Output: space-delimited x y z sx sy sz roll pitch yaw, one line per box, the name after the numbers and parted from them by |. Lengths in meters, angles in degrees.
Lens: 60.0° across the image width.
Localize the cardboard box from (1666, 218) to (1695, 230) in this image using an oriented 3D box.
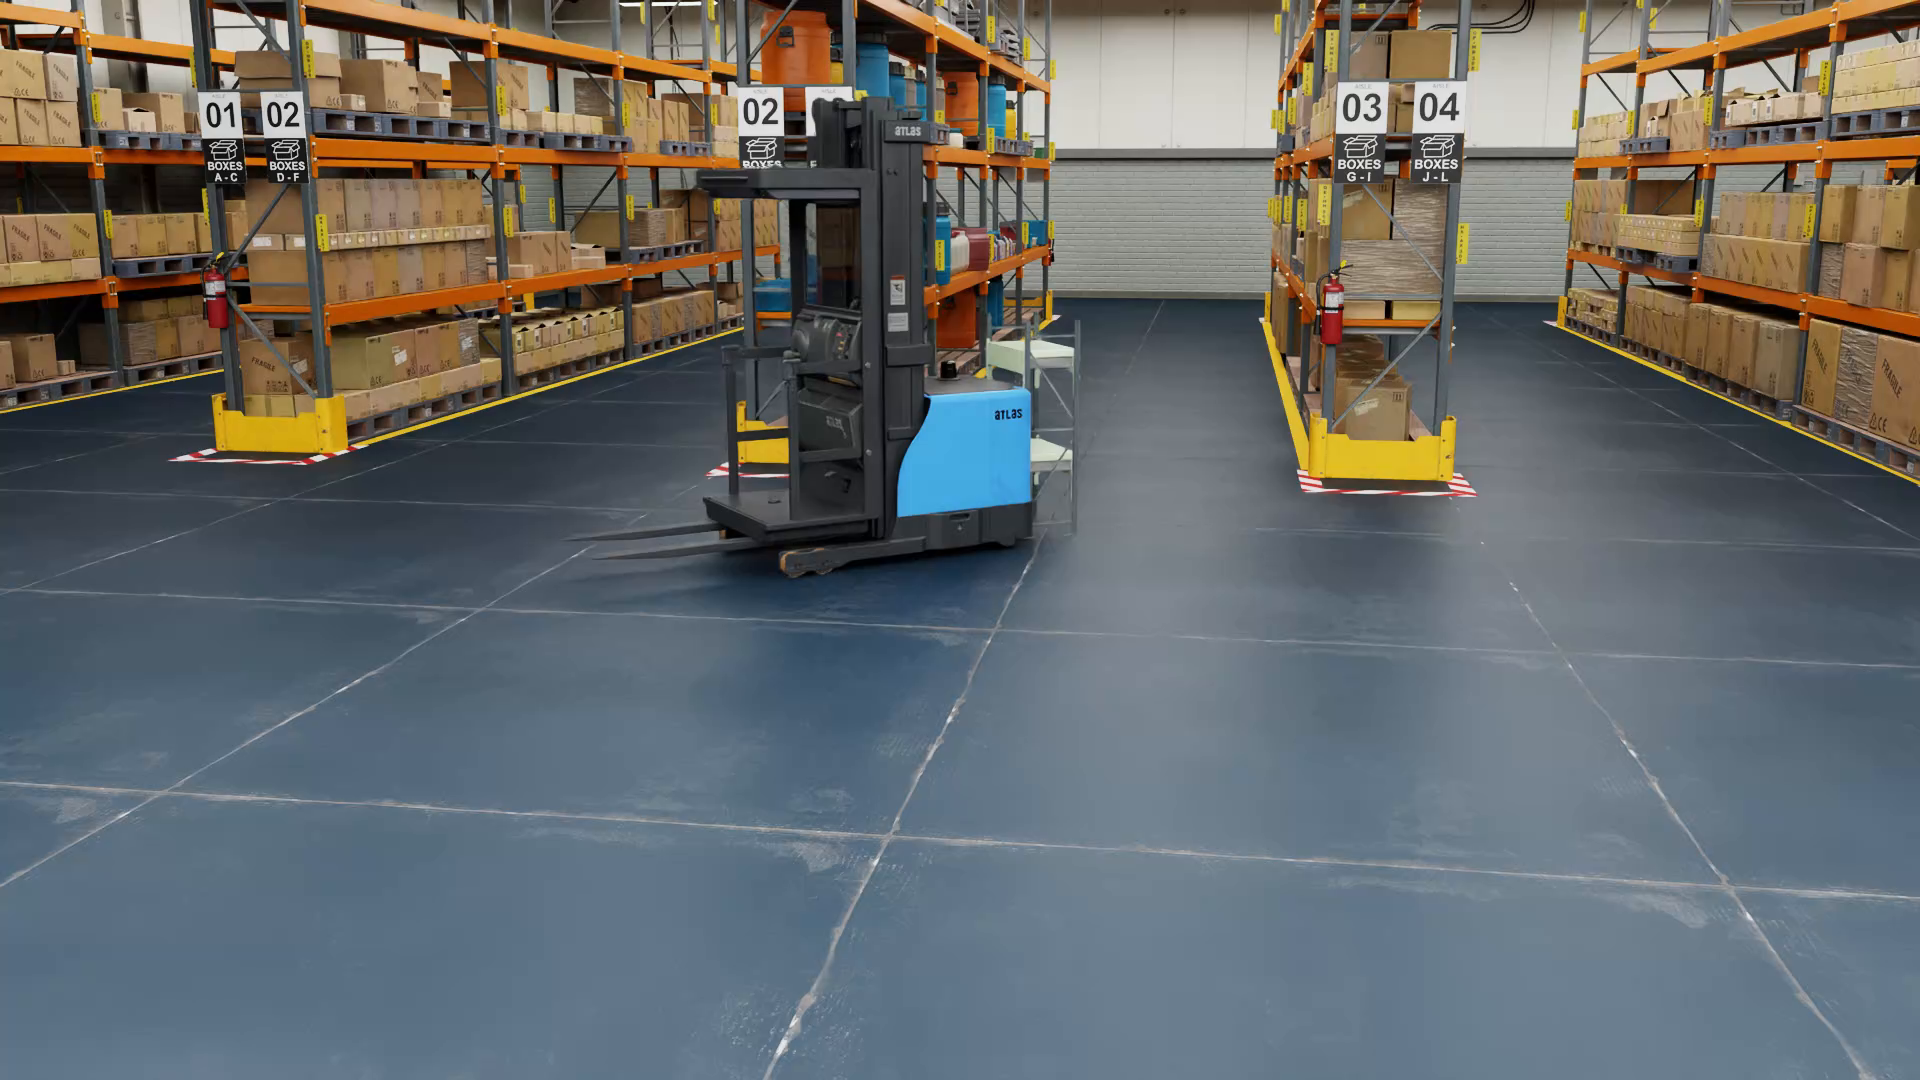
9.338 -4.072 21.456 0.380 0.149 0.250 2 12 10 | cardboard box

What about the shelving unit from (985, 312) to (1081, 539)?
0.504 -0.826 11.767 0.431 1.500 0.755 -4 13 -19 | shelving unit

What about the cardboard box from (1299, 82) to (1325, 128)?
4.271 -5.117 19.572 0.500 0.500 0.500 2 12 7 | cardboard box

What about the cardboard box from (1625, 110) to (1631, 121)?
10.058 -6.270 24.568 0.380 0.149 0.250 2 12 10 | cardboard box

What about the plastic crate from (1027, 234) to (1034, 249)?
1.023 -4.995 27.804 0.416 0.233 0.300 2 12 9 | plastic crate

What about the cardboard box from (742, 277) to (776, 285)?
-3.649 -4.516 30.218 0.500 0.500 0.500 2 12 9 | cardboard box

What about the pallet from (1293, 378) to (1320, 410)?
4.252 -1.623 18.525 1.003 0.211 1.213 2 12 9 | pallet

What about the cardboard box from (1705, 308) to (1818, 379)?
9.321 -2.275 19.272 1.050 0.750 0.750 2 12 10 | cardboard box

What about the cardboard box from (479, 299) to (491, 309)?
-8.866 -4.429 29.863 0.700 0.500 0.500 1 12 7 | cardboard box

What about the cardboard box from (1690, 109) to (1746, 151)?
9.471 -5.118 20.762 0.500 0.500 0.500 2 12 9 | cardboard box

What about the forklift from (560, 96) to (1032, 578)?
-1.045 -1.324 10.680 3.031 2.935 1.130 -7 14 -29 | forklift

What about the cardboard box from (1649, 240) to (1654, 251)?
9.459 -3.942 22.265 0.380 0.149 0.250 2 12 10 | cardboard box

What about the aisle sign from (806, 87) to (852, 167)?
-1.097 -3.399 13.972 0.394 0.787 0.004 2 12 9 | aisle sign

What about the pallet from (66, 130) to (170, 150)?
-10.349 -4.805 19.997 1.213 0.211 1.003 2 12 9 | pallet

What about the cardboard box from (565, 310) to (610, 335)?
-4.949 -2.889 21.976 0.500 0.311 0.500 2 12 8 | cardboard box

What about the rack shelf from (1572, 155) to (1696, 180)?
10.557 -5.839 26.055 1.077 0.370 4.000 2 12 9 | rack shelf

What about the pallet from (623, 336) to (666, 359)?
-4.887 -2.770 23.845 1.003 0.211 1.213 2 12 9 | pallet

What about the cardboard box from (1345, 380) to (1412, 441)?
3.631 -1.104 14.435 0.500 0.500 0.500 4 13 19 | cardboard box

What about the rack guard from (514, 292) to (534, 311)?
-8.700 -4.587 31.591 1.175 0.500 0.348 2 12 9 | rack guard

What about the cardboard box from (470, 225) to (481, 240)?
-5.524 -3.397 18.360 0.380 0.149 0.250 2 12 7 | cardboard box

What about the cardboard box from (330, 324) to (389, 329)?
-6.263 -1.975 17.288 0.500 0.500 0.500 2 12 9 | cardboard box

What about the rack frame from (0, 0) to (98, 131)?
-10.549 -6.239 19.081 1.000 3.000 0.127 2 12 9 | rack frame

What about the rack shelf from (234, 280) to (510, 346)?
-5.962 -2.378 17.116 1.077 0.370 4.000 2 12 9 | rack shelf

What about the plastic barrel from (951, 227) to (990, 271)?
0.083 -3.778 21.579 0.600 0.536 0.708 2 12 9 | plastic barrel

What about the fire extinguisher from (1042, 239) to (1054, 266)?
1.558 -5.279 29.939 0.296 0.674 0.183 2 12 9 | fire extinguisher

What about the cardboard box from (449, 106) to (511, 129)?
-5.550 -4.872 19.221 0.500 0.250 0.500 3 13 15 | cardboard box

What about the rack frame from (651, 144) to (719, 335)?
-4.424 -4.811 26.699 1.000 3.000 0.127 2 12 9 | rack frame

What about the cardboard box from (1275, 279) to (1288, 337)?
5.021 -3.152 23.045 1.225 0.875 0.875 2 12 9 | cardboard box

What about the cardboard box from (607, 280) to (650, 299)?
-4.969 -3.766 24.956 0.500 0.250 0.500 2 12 8 | cardboard box

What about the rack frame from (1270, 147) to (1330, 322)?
5.980 -5.322 29.070 1.000 3.000 0.127 2 12 9 | rack frame

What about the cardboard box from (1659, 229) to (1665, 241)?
9.377 -3.983 21.750 0.380 0.149 0.250 2 12 9 | cardboard box

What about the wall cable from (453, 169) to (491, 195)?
-9.441 -6.598 32.576 0.084 1.984 1.851 2 12 9 | wall cable

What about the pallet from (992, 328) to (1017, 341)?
0.310 -3.128 25.506 1.003 0.211 1.213 2 12 9 | pallet

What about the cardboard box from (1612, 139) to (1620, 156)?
10.147 -5.915 25.058 0.500 0.250 0.500 2 12 8 | cardboard box

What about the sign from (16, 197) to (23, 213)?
-11.098 -3.889 19.671 0.100 0.325 0.005 2 12 9 | sign

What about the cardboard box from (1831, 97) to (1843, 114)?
8.627 -4.176 15.991 0.380 0.149 0.250 2 12 8 | cardboard box

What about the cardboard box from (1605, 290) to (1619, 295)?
10.938 -4.074 27.637 0.380 0.149 0.250 2 12 10 | cardboard box

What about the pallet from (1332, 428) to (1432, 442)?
3.690 -0.812 14.762 1.003 0.211 1.213 2 12 9 | pallet

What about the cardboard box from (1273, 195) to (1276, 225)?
5.562 -5.566 28.069 0.500 0.500 0.500 2 12 7 | cardboard box

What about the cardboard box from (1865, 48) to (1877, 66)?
8.511 -4.407 15.170 0.380 0.149 0.250 2 12 8 | cardboard box

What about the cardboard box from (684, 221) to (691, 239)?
-4.600 -4.973 27.210 0.500 0.500 0.500 2 12 10 | cardboard box

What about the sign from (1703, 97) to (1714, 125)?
9.099 -5.212 20.212 0.100 0.325 0.005 2 12 9 | sign

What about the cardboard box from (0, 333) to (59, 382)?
-10.669 -2.082 18.921 0.500 0.500 0.500 1 12 4 | cardboard box

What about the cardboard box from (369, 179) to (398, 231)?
-6.024 -3.319 16.457 0.700 0.500 0.500 2 12 9 | cardboard box

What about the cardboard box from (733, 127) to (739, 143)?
-3.940 -6.750 27.743 0.500 0.250 0.500 2 12 9 | cardboard box

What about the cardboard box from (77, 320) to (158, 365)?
-10.452 -2.453 20.643 0.700 0.500 0.500 2 12 11 | cardboard box

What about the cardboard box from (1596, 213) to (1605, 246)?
10.204 -4.824 25.812 0.500 0.500 0.500 2 12 8 | cardboard box

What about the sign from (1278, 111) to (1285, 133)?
4.816 -6.265 24.909 0.100 0.325 0.005 2 12 9 | sign

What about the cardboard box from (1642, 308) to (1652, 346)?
9.727 -2.926 22.889 0.500 0.500 0.500 2 12 10 | cardboard box

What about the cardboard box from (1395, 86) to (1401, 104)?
3.842 -3.737 14.002 0.380 0.149 0.250 2 12 8 | cardboard box

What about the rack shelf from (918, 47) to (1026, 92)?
0.163 -6.619 23.505 1.077 0.370 4.000 2 12 9 | rack shelf

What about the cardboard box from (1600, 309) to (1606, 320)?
10.037 -3.454 25.464 0.380 0.149 0.250 1 12 7 | cardboard box

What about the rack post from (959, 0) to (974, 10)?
-0.122 -7.168 22.168 0.624 0.289 0.986 2 12 9 | rack post
